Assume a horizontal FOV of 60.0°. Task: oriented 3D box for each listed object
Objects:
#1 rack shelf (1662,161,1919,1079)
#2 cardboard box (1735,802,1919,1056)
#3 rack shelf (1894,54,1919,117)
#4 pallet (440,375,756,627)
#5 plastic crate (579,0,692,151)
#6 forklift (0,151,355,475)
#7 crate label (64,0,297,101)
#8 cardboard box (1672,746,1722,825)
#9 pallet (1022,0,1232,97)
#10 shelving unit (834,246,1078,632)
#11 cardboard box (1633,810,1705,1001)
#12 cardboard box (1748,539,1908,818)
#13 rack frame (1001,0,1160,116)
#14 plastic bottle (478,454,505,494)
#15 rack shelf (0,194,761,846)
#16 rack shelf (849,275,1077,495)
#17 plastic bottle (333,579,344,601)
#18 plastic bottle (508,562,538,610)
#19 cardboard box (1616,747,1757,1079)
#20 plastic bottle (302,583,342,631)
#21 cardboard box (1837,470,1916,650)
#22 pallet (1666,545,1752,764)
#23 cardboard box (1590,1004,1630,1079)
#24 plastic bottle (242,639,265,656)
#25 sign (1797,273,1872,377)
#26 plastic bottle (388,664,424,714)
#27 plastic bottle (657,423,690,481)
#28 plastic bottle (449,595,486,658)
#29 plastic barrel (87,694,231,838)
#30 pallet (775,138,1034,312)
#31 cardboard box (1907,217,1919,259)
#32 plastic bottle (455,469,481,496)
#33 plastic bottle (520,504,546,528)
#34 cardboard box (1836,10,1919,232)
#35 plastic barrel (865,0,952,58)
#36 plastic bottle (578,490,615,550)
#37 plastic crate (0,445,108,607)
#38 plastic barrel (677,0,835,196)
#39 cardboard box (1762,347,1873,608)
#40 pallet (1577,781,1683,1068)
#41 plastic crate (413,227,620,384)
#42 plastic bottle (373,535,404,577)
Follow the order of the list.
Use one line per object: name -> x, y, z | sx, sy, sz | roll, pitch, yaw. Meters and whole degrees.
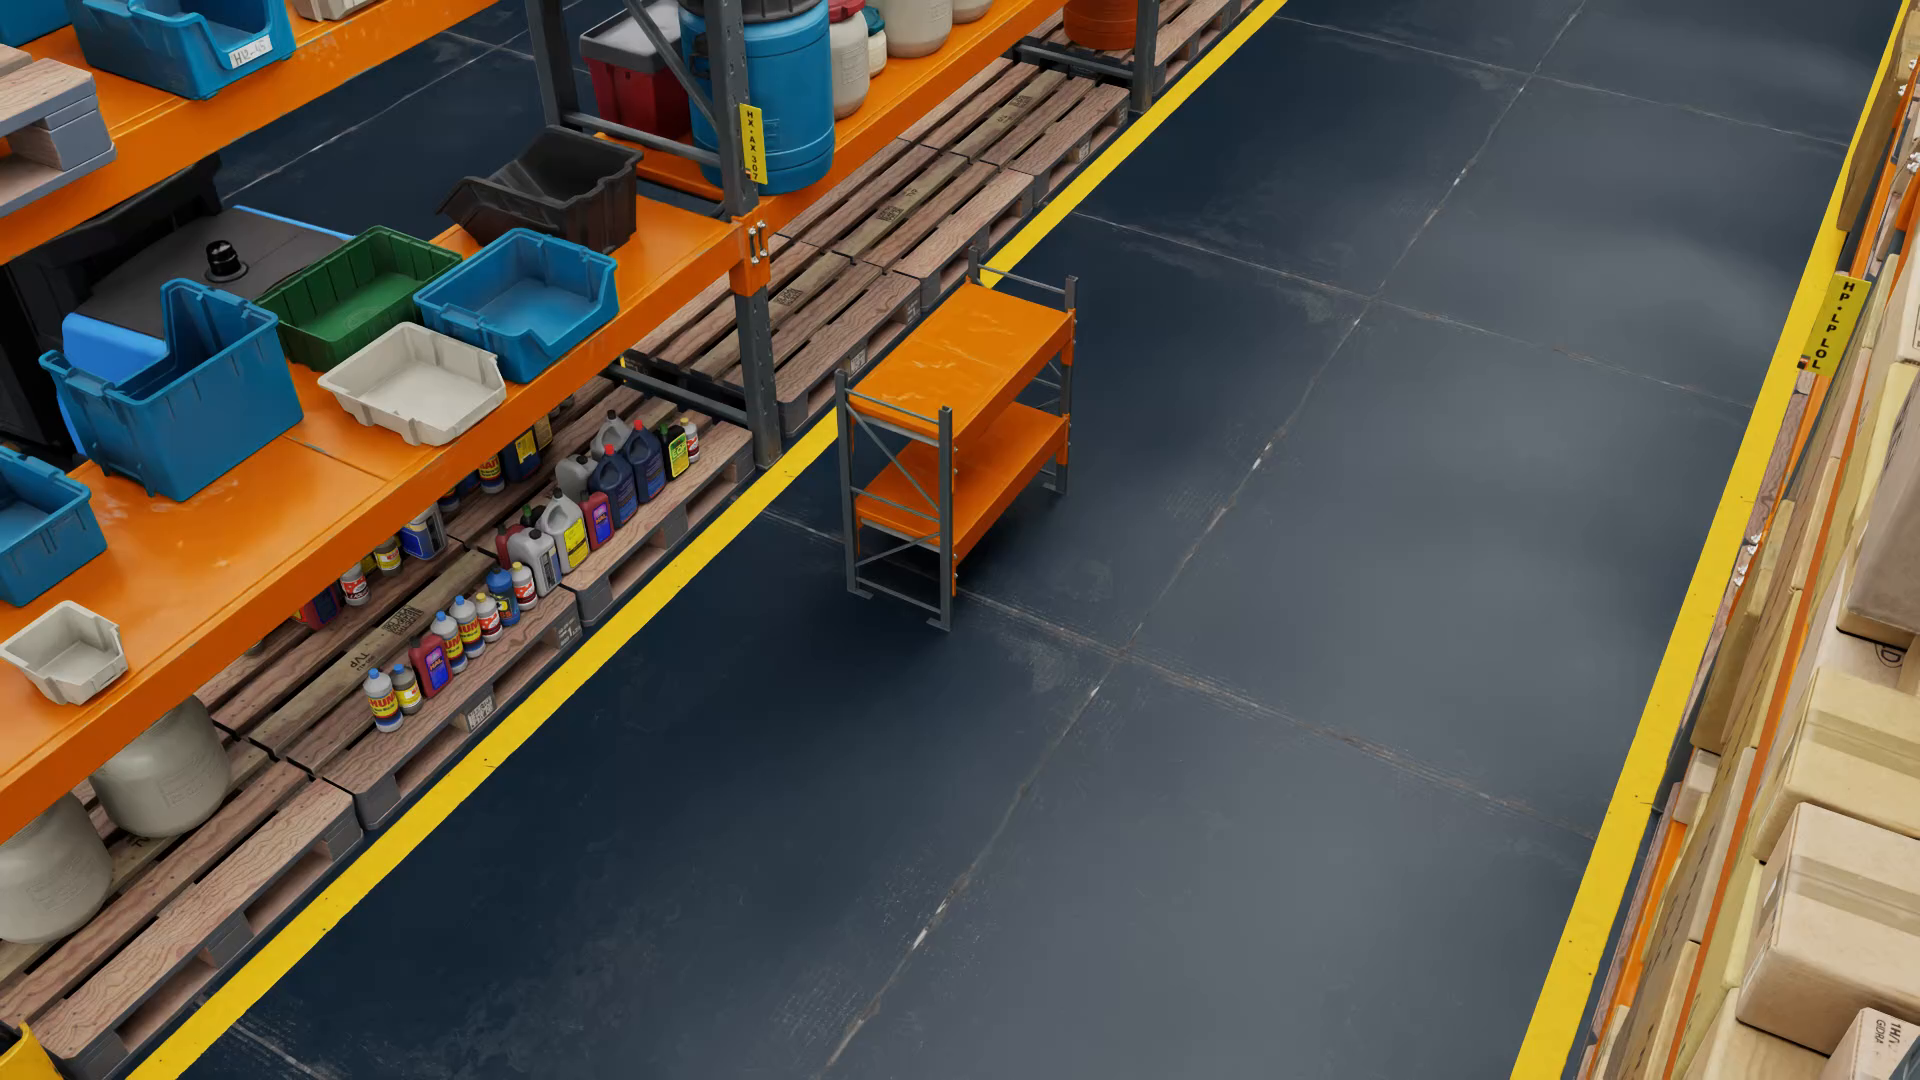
rack shelf -> 2.005, 0.287, 2.929 | 1.077, 0.370, 4.000 | 21, 45, 22
cardboard box -> 1.147, 0.503, 1.951 | 0.380, 0.149, 0.250 | 19, 45, 20
rack shelf -> 6.008, -3.165, 9.118 | 1.077, 0.370, 4.000 | 21, 45, 22
pallet -> -1.655, -0.222, 7.343 | 1.003, 0.211, 1.213 | 21, 45, 22
plastic crate -> -1.305, -2.042, 7.250 | 0.402, 0.464, 0.583 | 21, 45, 22
forklift -> -4.024, -1.677, 6.937 | 3.031, 2.935, 1.130 | 17, 44, 18
crate label -> -2.061, -1.382, 4.393 | 0.502, 0.251, 0.408 | 21, 45, 22
cardboard box -> 2.123, 0.683, 4.395 | 0.380, 0.149, 0.250 | 21, 45, 22
pallet -> 1.078, -3.347, 10.891 | 1.003, 0.211, 1.213 | 21, 45, 22
shelving unit -> 0.003, -0.426, 6.883 | 0.538, 1.125, 1.048 | 21, 45, 22
cardboard box -> 1.997, 0.953, 3.598 | 0.875, 0.500, 0.500 | 21, 45, 22
cardboard box -> 1.537, 0.281, 2.505 | 0.500, 0.250, 0.500 | 22, 46, 23
rack frame -> 0.719, -3.928, 9.441 | 1.000, 3.000, 0.127 | 21, 45, 22
plastic bottle -> -2.014, -0.333, 7.090 | 0.097, 0.271, 0.097 | 0, 41, 0
rack shelf -> -2.283, -0.225, 5.780 | 1.077, 0.370, 4.000 | 21, 45, 22
rack shelf -> 0.003, -0.646, 6.689 | 0.538, 0.278, 1.000 | 21, 45, 22
plastic bottle -> -2.525, 0.096, 6.599 | 0.152, 0.276, 0.135 | 20, 45, 21
plastic bottle -> -1.733, 0.172, 6.569 | 0.097, 0.201, 0.097 | 0, 41, 0
cardboard box -> 1.563, 0.793, 3.022 | 0.500, 0.500, 0.500 | 21, 45, 22
plastic bottle -> -2.502, 0.208, 6.467 | 0.061, 0.283, 0.133 | 21, 45, 22
cardboard box -> 1.530, 0.064, 2.450 | 0.380, 0.149, 0.250 | 19, 45, 20
pallet -> 3.394, 0.599, 6.410 | 1.003, 0.211, 1.213 | 21, 45, 22
cardboard box -> 1.628, 1.257, 3.743 | 0.380, 0.149, 0.250 | 21, 45, 22
plastic bottle -> -2.745, 0.339, 6.380 | 0.097, 0.201, 0.097 | 0, 41, 0
sign -> 2.523, -0.617, 4.805 | 0.100, 0.325, 0.005 | 21, 45, 22
plastic bottle -> -2.055, 0.541, 6.151 | 0.097, 0.201, 0.097 | 0, 41, 0
plastic bottle -> -1.238, -0.401, 7.158 | 0.061, 0.283, 0.133 | 23, 46, 24
plastic bottle -> -1.885, 0.320, 6.348 | 0.097, 0.271, 0.097 | 0, 41, 0
plastic barrel -> -2.770, 0.737, 5.708 | 0.421, 0.512, 0.421 | 0, 41, 0
pallet -> -0.313, -1.756, 9.084 | 1.003, 0.211, 1.213 | 21, 45, 22
cardboard box -> 2.298, -0.594, 3.498 | 0.500, 0.250, 0.500 | 21, 45, 22
plastic bottle -> -2.140, -0.378, 7.081 | 0.144, 0.351, 0.185 | 19, 45, 20
plastic bottle -> -1.714, -0.046, 6.755 | 0.061, 0.283, 0.133 | 21, 45, 22
cardboard box -> 5.371, -2.038, 8.585 | 1.225, 0.875, 0.875 | 19, 45, 20
plastic barrel -> -0.247, -2.585, 7.813 | 0.433, 0.535, 0.433 | 0, 41, 0
plastic bottle -> -1.497, -0.105, 6.821 | 0.061, 0.283, 0.133 | 24, 47, 25
plastic crate -> -2.963, -0.050, 5.150 | 0.499, 0.251, 0.408 | 21, 45, 22
plastic barrel -> -0.827, -1.948, 6.814 | 0.600, 0.901, 0.708 | 21, 45, 22
cardboard box -> 2.312, -0.066, 3.998 | 0.500, 0.500, 0.500 | 21, 45, 22
pallet -> 2.700, 1.441, 5.454 | 1.003, 0.211, 1.213 | 21, 45, 22
plastic crate -> -1.601, -0.861, 6.070 | 0.499, 0.251, 0.616 | 21, 45, 22
plastic bottle -> -2.319, 0.043, 6.716 | 0.097, 0.201, 0.097 | 0, 41, 0
